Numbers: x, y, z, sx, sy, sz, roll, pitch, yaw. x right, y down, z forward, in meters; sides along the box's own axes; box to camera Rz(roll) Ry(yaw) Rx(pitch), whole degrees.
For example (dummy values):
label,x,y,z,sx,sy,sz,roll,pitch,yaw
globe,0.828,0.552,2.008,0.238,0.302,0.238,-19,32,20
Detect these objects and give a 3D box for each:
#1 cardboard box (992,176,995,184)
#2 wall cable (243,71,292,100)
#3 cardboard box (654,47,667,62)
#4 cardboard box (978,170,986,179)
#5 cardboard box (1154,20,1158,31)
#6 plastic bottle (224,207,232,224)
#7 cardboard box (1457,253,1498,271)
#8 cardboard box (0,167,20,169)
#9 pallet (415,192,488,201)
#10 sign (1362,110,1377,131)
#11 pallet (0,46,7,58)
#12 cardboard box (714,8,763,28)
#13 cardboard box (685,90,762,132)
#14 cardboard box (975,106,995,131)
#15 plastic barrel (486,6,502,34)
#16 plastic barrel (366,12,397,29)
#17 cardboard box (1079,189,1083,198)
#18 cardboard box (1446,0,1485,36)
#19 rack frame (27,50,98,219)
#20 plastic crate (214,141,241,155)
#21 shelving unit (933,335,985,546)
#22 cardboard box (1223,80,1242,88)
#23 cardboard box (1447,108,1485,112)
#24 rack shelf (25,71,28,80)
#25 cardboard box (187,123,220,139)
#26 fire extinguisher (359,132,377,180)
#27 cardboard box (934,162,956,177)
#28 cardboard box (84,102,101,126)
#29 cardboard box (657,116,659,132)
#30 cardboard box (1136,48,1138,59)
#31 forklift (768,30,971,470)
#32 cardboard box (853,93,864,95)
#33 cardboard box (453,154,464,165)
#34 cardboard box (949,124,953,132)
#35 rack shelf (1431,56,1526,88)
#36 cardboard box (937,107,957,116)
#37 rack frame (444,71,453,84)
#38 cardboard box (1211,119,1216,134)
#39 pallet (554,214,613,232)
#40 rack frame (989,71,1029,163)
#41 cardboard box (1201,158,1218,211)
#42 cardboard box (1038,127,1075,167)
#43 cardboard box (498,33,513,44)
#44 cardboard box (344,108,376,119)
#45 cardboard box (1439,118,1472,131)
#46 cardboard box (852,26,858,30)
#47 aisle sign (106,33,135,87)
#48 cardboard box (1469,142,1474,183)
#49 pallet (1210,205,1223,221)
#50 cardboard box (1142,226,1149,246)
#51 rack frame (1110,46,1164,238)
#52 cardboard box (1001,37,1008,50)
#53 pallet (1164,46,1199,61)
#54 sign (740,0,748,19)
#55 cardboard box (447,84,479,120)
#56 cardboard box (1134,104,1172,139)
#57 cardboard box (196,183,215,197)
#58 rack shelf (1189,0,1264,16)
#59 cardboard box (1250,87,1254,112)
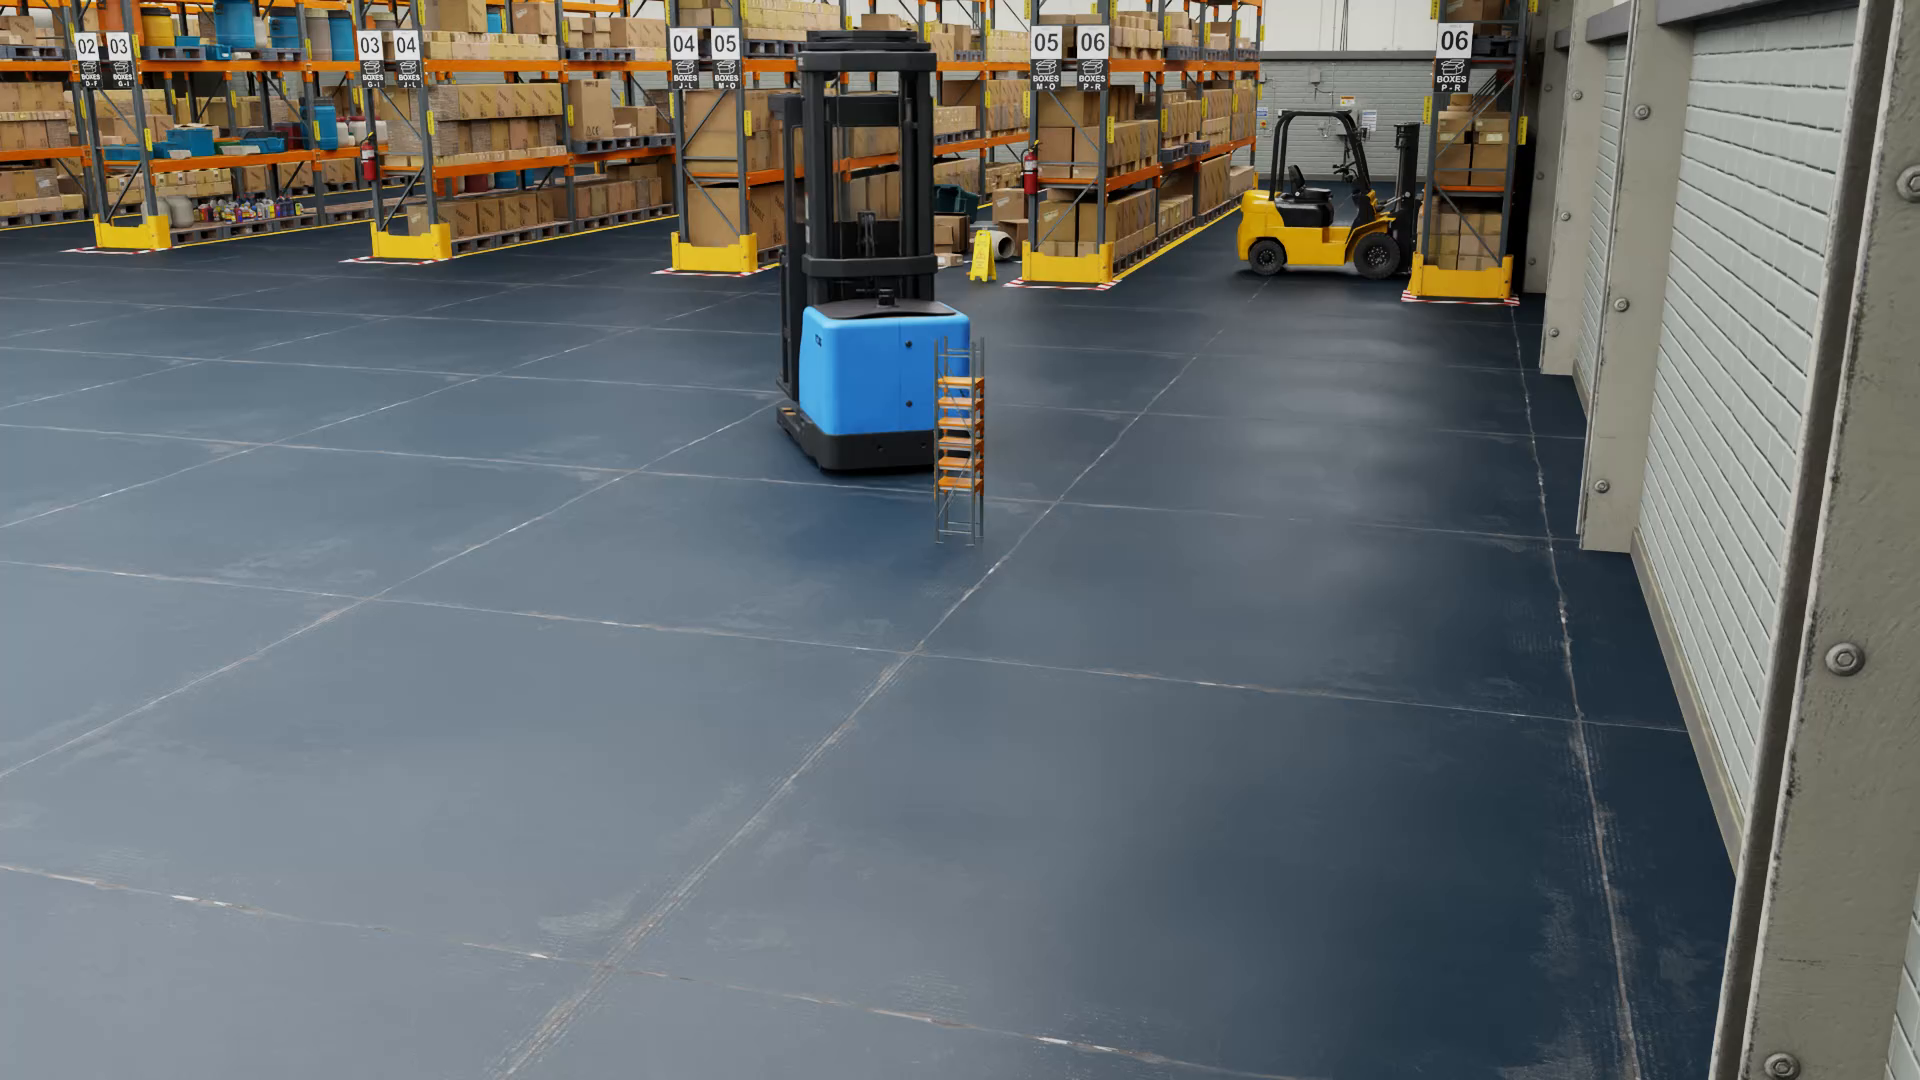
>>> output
label,x,y,z,sx,sy,sz,roll,pitch,yaw
cardboard box,0.534,-7.592,35.009,0.380,0.149,0.250,4,16,13
wall cable,-18.357,-11.845,44.233,0.084,1.984,1.851,5,16,16
cardboard box,-5.740,-8.930,30.595,0.500,0.250,0.500,5,16,16
cardboard box,0.320,-7.529,34.242,0.380,0.149,0.250,5,17,18
cardboard box,2.644,-7.420,23.994,0.380,0.149,0.250,4,16,14
plastic bottle,-12.048,-5.343,27.364,0.097,0.271,0.097,0,16,0
cardboard box,6.475,-3.450,20.765,0.500,0.250,0.500,5,16,16
cardboard box,-17.040,-6.437,29.922,0.500,0.500,0.500,5,16,16
pallet,-10.404,-6.955,33.963,1.003,0.211,1.213,5,16,16
sign,10.020,-10.274,40.727,0.329,0.494,0.001,5,16,16
pallet,-17.039,-8.283,28.199,1.003,0.211,1.213,5,16,16
cardboard box,-3.003,-7.069,22.536,0.500,0.250,0.500,5,16,16
cardboard box,-3.244,-5.885,22.825,0.875,0.550,0.550,5,16,16
cardboard box,0.406,-8.640,34.064,0.500,0.500,0.500,4,16,15
plastic barrel,-9.790,-10.561,34.382,0.600,0.901,0.708,5,16,16
plastic barrel,-11.030,-9.573,31.668,0.600,0.901,0.600,0,16,0
cardboard box,1.480,-4.790,22.927,0.380,0.149,0.250,5,17,17
cardboard box,6.040,-6.333,20.029,0.500,0.500,0.500,5,17,18
rack frame,-16.473,-7.426,30.512,1.000,3.000,0.127,5,16,16
plastic crate,-12.382,-6.605,28.008,0.450,0.188,0.662,5,16,16
shelving unit,-0.004,-0.573,9.652,0.258,1.200,0.189,5,16,16
cardboard box,5.459,-9.151,33.389,0.380,0.149,0.250,4,16,14
cardboard box,8.708,-7.244,28.912,0.797,0.503,0.637,4,16,15
rack shelf,-20.655,-9.429,33.397,1.077,0.370,4.000,5,16,16
cardboard box,-15.482,-8.337,33.890,0.500,0.311,0.500,6,17,19
fire extinguisher,-8.588,-5.578,24.142,0.296,0.674,0.183,5,16,16
cardboard box,-0.388,-7.075,31.713,0.500,0.250,0.500,5,17,16
cardboard box,-19.404,-9.429,36.812,0.500,0.500,0.500,5,16,16
cardboard box,-5.937,-7.899,31.999,0.500,0.500,0.500,5,17,18
cardboard box,2.267,-6.774,23.180,0.380,0.149,0.250,5,17,17
forklift,-0.793,-2.243,12.368,1.130,2.935,3.031,-4,16,-15
cardboard box,-1.970,-7.040,27.135,0.700,0.500,0.500,4,16,15
cardboard box,-7.629,-5.673,24.795,0.380,0.149,0.250,5,16,16
cardboard box,-0.342,-7.889,31.838,0.380,0.149,0.250,4,16,14
rack shelf,6.717,-6.078,21.581,1.077,0.370,4.000,5,16,16
cardboard box,-0.274,-8.245,32.000,0.380,0.149,0.250,4,16,13
rack frame,-13.063,-10.565,41.581,1.000,3.000,0.127,5,16,16
cardboard box,4.344,-7.481,30.065,0.500,0.250,0.500,5,16,16
pallet,-6.757,-5.519,28.899,1.003,0.211,1.213,5,16,16
rack frame,1.160,-9.385,37.420,1.000,3.000,0.127,5,16,16
cardboard box,4.195,-6.522,30.449,0.875,0.875,0.875,5,17,17
cardboard box,1.278,-5.196,21.923,0.500,0.500,0.500,4,16,15
cardboard box,-7.161,-7.766,25.761,0.380,0.149,0.250,5,17,18
cardboard box,-13.794,-9.679,38.273,0.500,0.500,0.500,5,17,17
cardboard box,6.048,-5.071,20.293,0.380,0.149,0.250,5,16,16
cardboard box,-1.963,-8.371,27.560,0.500,0.311,0.500,4,16,14
aisle sign,-12.602,-7.203,24.964,0.394,0.787,0.004,5,16,16
cardboard box,6.682,-4.752,20.902,0.500,0.500,0.500,5,17,18
pallet,4.307,-6.111,30.989,1.003,0.211,1.213,5,16,16
cardboard box,2.473,-4.452,24.296,0.500,0.250,0.500,4,16,14
rack frame,2.525,-5.888,25.091,1.000,3.000,0.127,5,16,16
cardboard box,0.693,-10.318,34.570,0.500,0.250,0.500,5,17,17
pallet,3.094,-7.665,26.205,1.213,0.211,1.003,5,16,16
sign,-2.856,-7.056,21.965,0.100,0.325,0.005,5,16,16
cardboard box,-7.547,-6.535,24.812,0.500,0.500,0.500,5,16,16
cardboard box,2.933,-6.382,25.333,0.500,0.500,0.500,5,17,17
cardboard box,-15.395,-7.060,33.491,0.500,0.250,0.500,4,16,15
rack shelf,5.367,-10.852,33.649,1.077,0.370,4.000,5,16,16
cardboard box,5.906,-9.273,35.009,0.500,0.500,0.500,5,16,16
